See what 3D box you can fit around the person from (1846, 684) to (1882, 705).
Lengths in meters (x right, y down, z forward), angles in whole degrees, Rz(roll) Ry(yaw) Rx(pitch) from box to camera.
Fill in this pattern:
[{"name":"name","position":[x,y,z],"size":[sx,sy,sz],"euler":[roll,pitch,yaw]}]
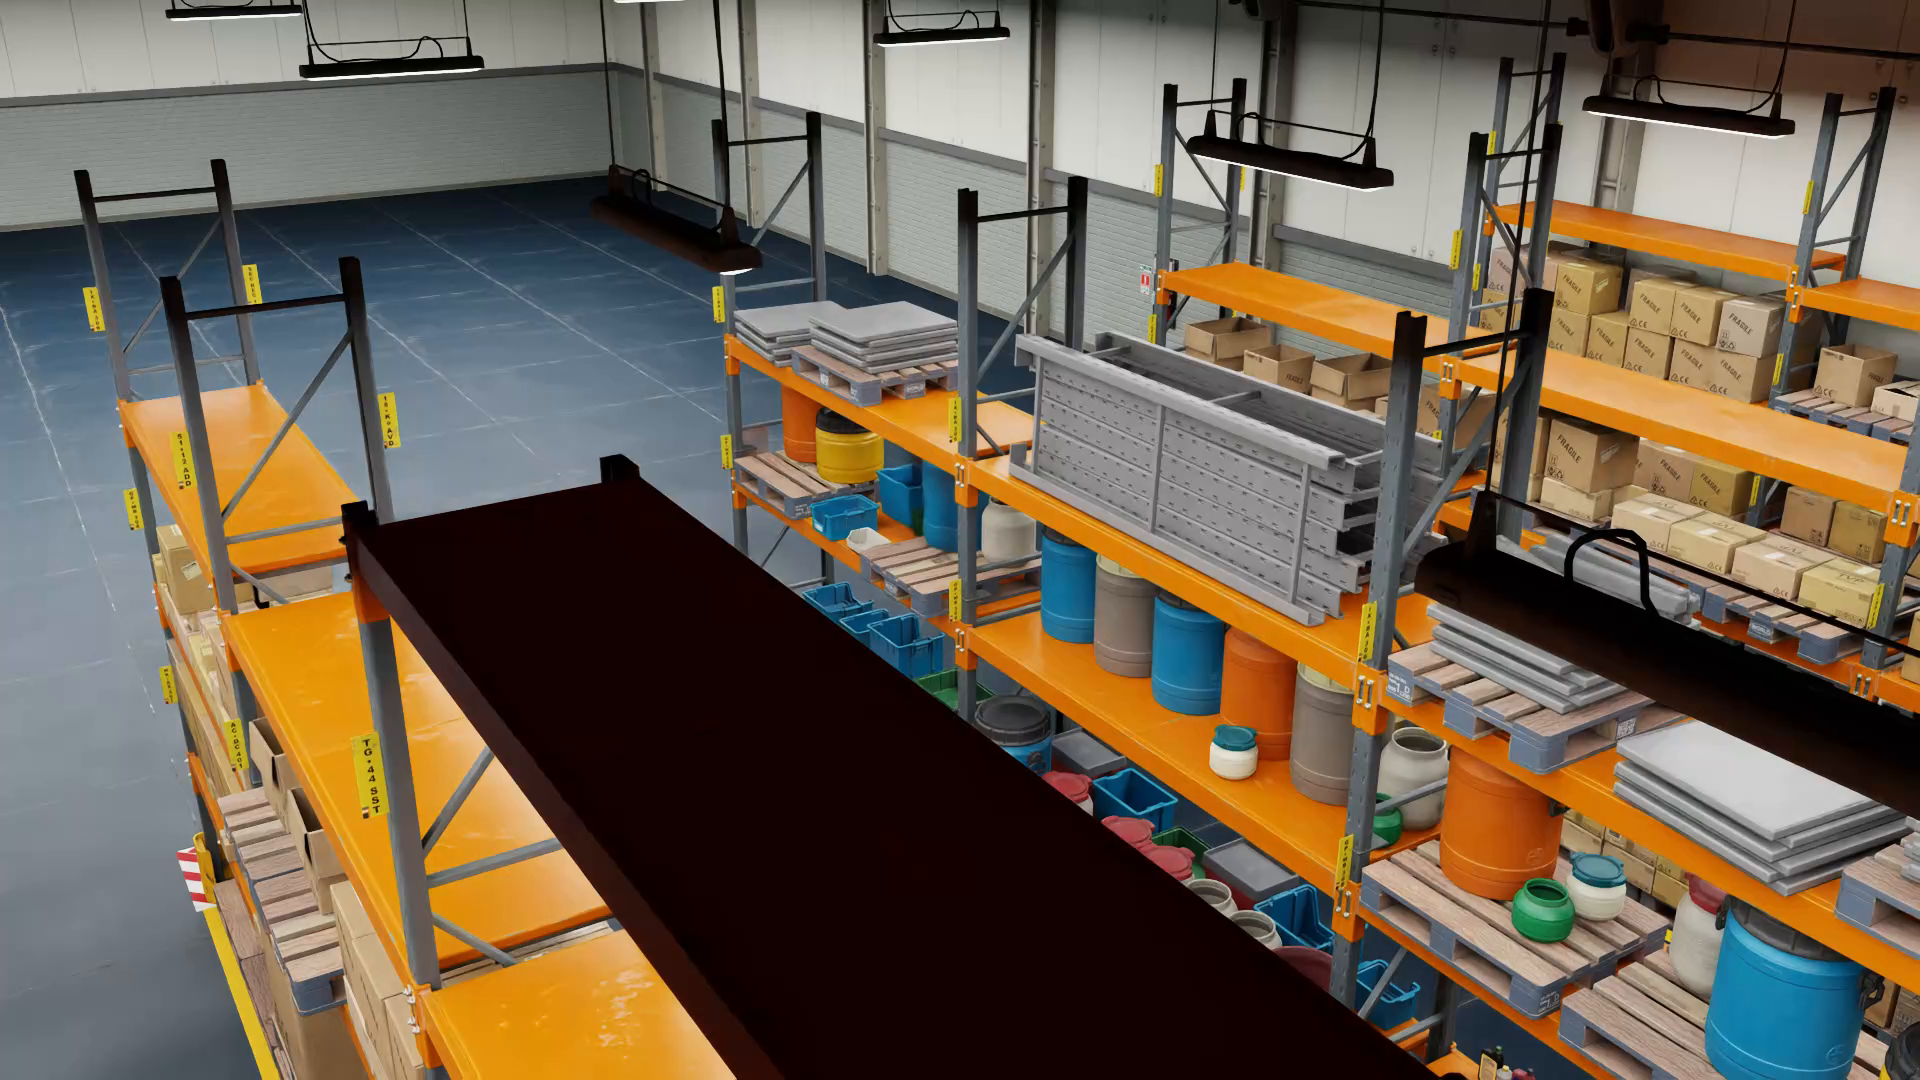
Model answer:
[{"name":"person","position":[7.715,1.787,14.562],"size":[0.542,1.722,1.068],"euler":[-12,25,-27]}]
